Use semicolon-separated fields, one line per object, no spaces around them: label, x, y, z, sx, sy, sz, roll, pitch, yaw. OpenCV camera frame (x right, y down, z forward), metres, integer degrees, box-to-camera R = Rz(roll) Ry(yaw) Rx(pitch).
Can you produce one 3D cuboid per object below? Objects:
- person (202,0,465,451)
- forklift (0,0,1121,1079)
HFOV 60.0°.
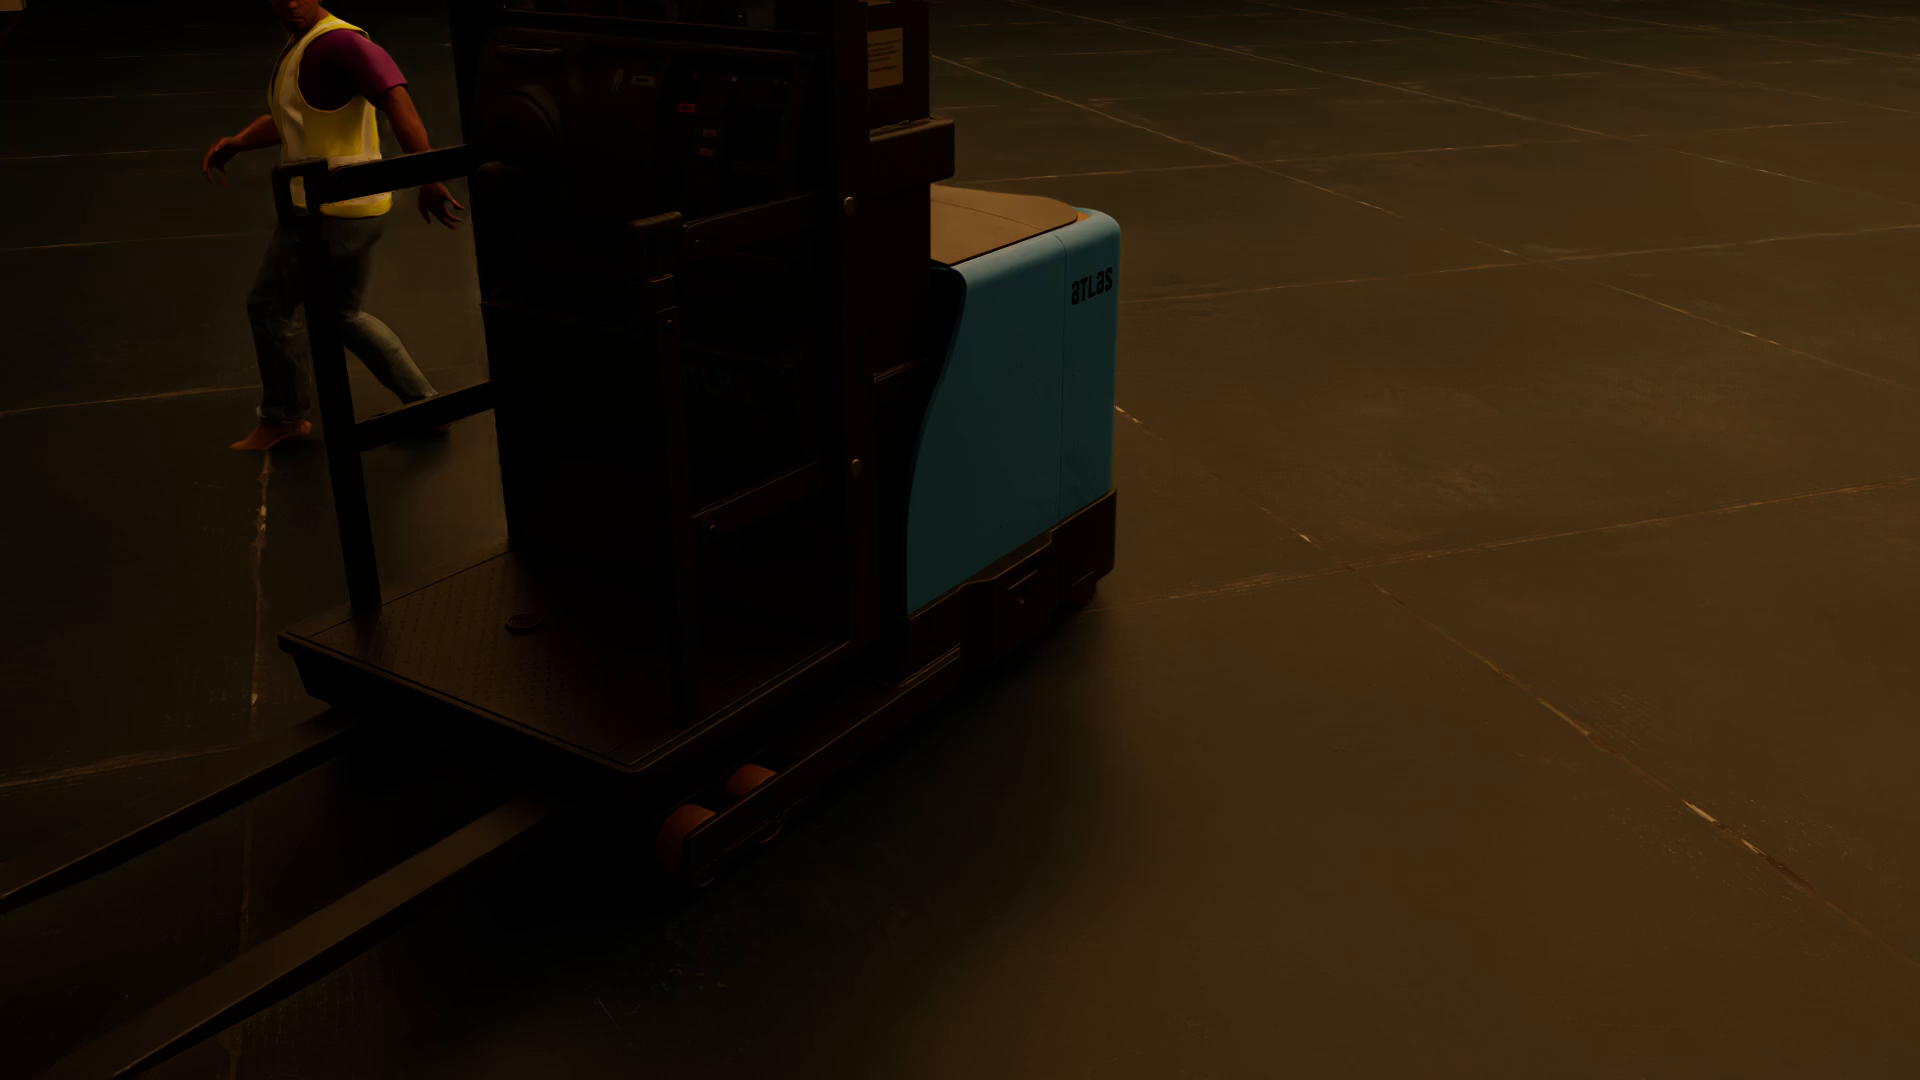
person;-2.130;-1.129;5.635;0.934;1.741;0.604;-3;23;-8
forklift;-0.800;-0.852;3.324;1.130;2.935;3.031;15;27;31
